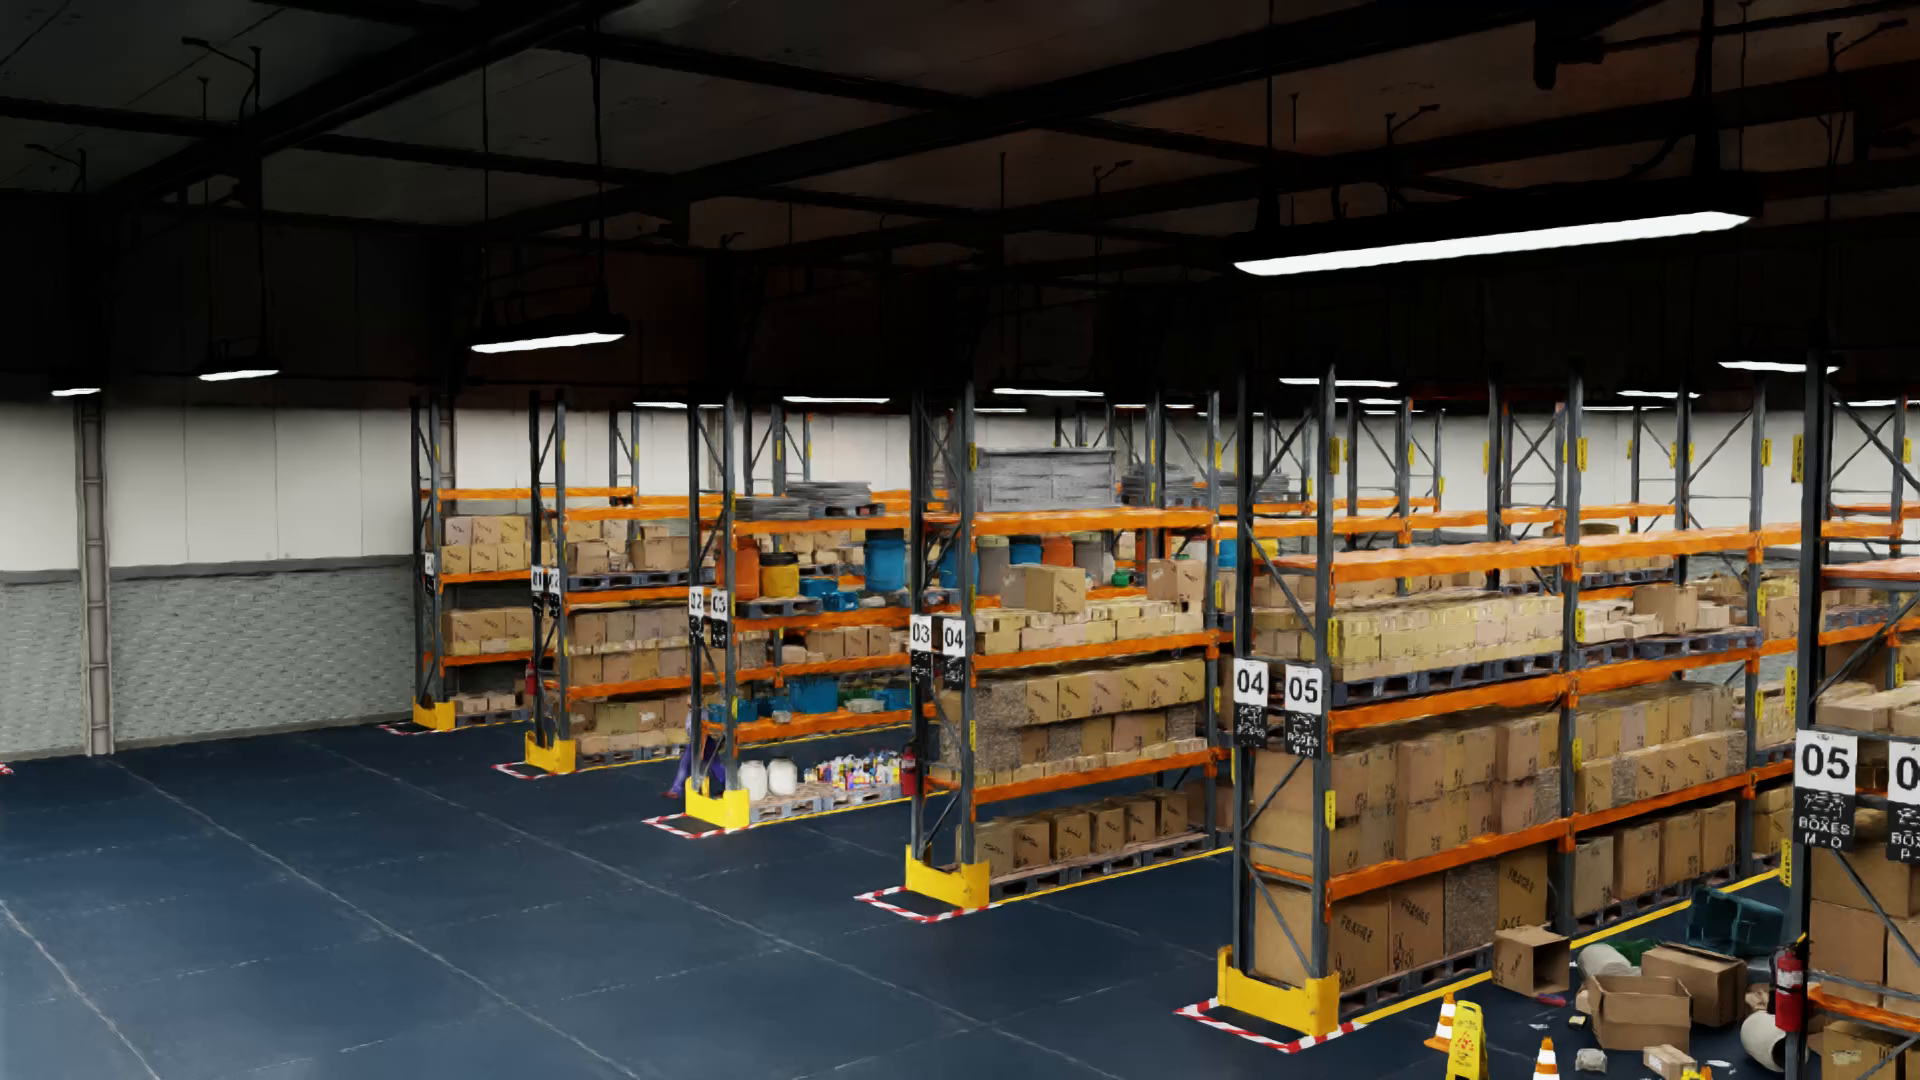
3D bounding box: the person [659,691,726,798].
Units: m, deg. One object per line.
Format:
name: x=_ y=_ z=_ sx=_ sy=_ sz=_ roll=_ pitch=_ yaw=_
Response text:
person: x=-3.786 y=2.947 z=24.046 sx=1.075 sy=1.565 sz=0.481 roll=-2 pitch=4 yaw=-36
